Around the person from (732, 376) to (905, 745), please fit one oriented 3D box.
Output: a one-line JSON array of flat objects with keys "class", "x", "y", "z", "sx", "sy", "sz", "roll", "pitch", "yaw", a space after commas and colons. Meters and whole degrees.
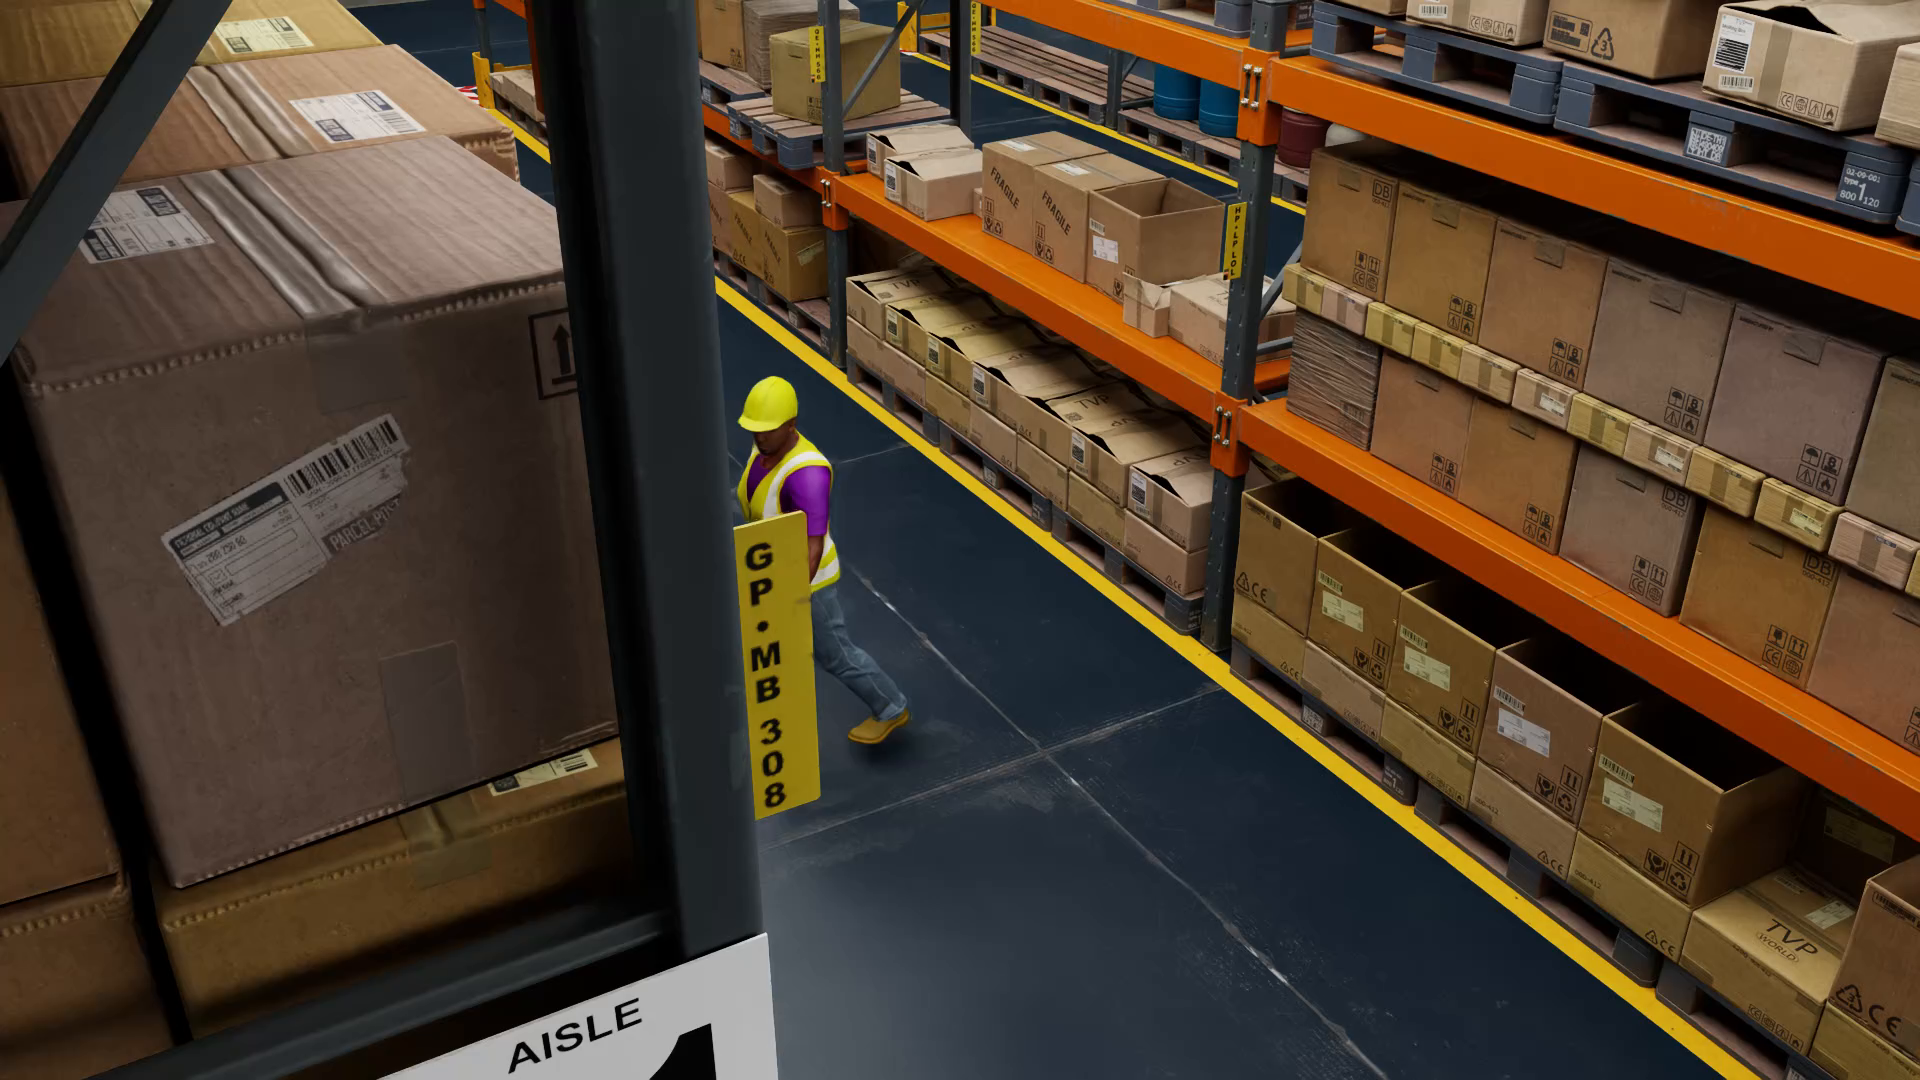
[{"class": "person", "x": -0.737, "y": 0.141, "z": 6.847, "sx": 0.978, "sy": 1.738, "sz": 0.693, "roll": -15, "pitch": 32, "yaw": -25}]
